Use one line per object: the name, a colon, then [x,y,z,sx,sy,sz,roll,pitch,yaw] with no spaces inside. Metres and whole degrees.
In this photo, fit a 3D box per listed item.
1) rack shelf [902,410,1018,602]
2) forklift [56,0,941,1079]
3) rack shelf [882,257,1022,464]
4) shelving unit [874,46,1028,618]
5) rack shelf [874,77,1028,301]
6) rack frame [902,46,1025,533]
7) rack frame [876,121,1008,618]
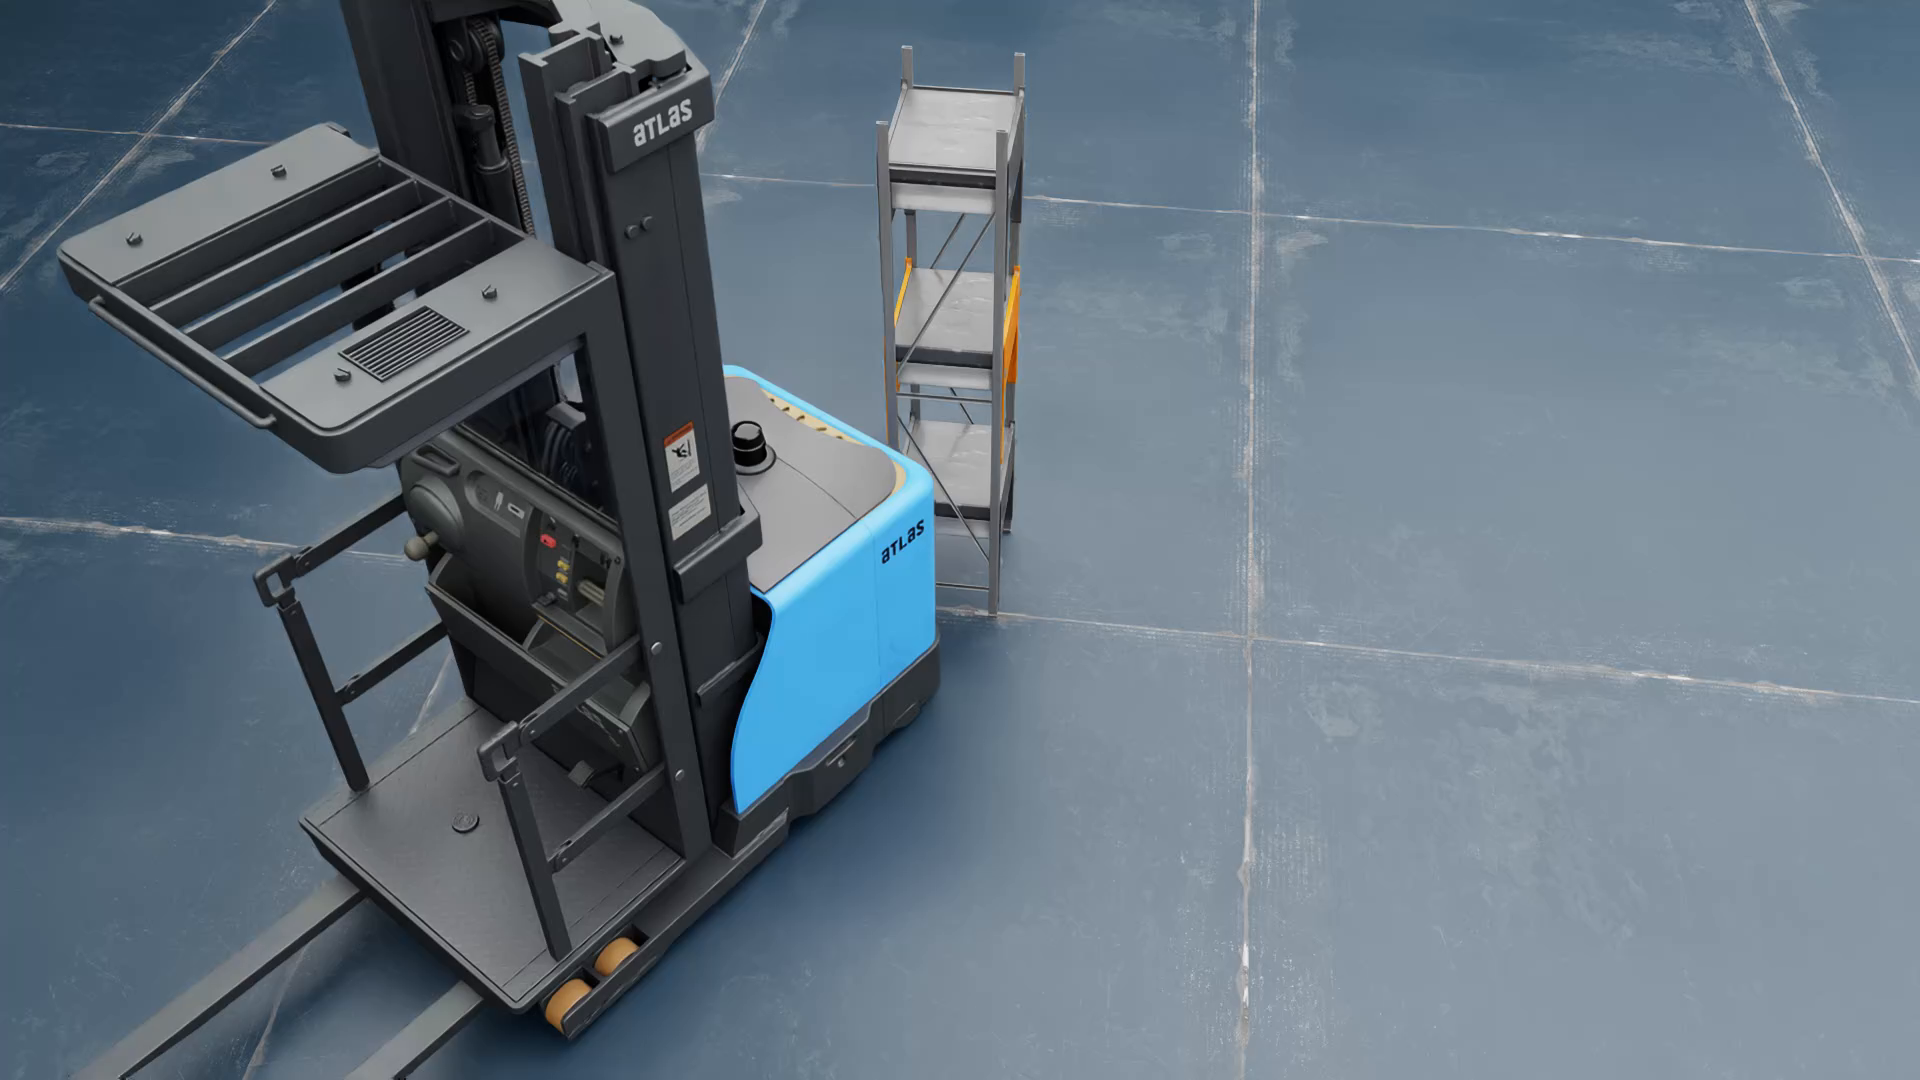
rack shelf: [-0.022,-0.131,6.400,0.431,0.518,0.480,5,44,6]
forklift: [-1.396,0.065,4.549,1.130,2.935,3.031,30,51,27]
rack shelf: [-0.022,-0.640,5.918,0.431,0.518,0.480,5,44,6]
shelving unit: [-0.022,-0.650,5.909,0.431,2.100,0.503,5,44,6]
rack shelf: [-0.022,-1.148,5.437,0.431,0.518,0.480,5,44,6]
rack frame: [0.010,-0.816,6.085,0.400,2.100,0.015,5,44,6]
rack frame: [-0.054,-0.483,5.733,0.400,2.100,0.015,5,44,6]
